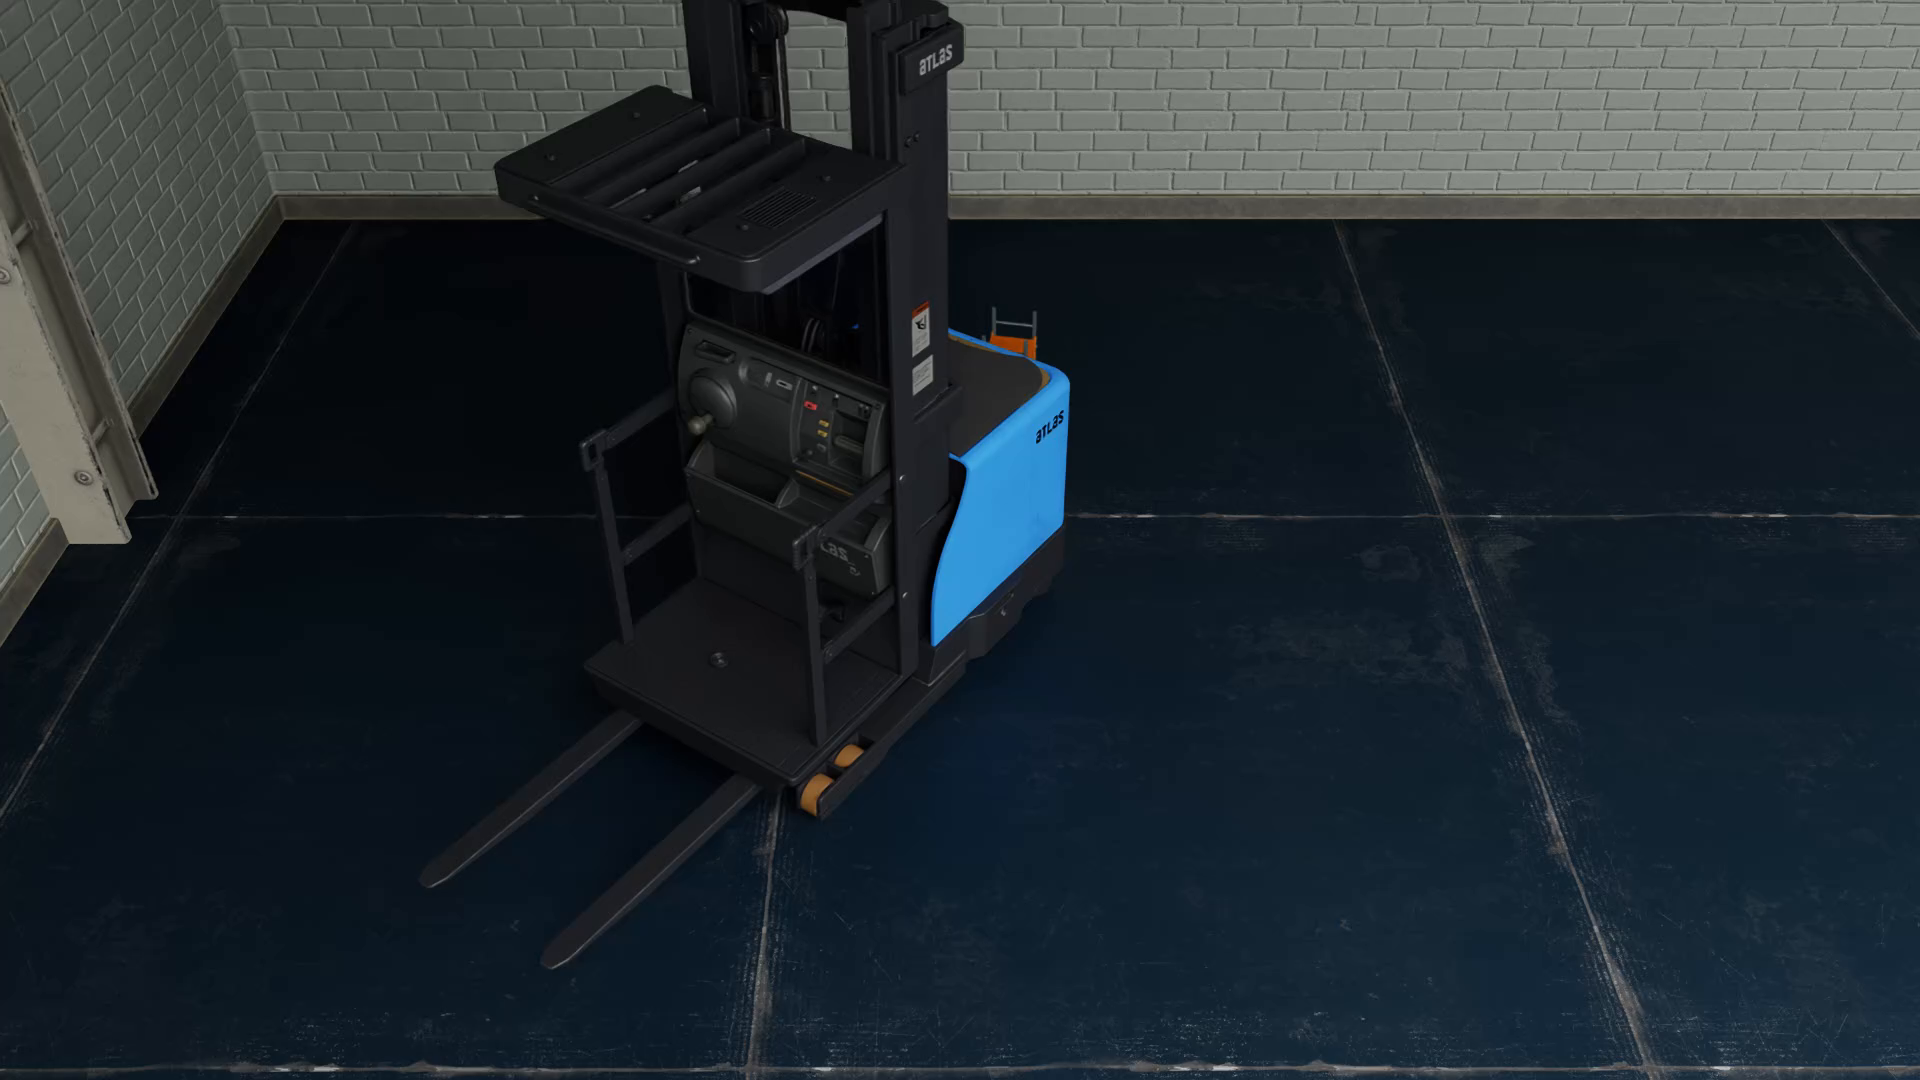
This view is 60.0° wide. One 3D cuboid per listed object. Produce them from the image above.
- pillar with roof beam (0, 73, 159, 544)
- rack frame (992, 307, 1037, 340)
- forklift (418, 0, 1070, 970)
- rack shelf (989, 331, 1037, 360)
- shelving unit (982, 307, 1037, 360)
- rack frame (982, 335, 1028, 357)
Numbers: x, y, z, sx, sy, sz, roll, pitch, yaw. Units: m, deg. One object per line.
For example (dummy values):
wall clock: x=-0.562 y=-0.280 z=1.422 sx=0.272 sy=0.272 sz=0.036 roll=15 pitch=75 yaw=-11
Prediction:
pillar with roof beam: x=0.281 y=-3.622 z=5.074 sx=9.100 sy=9.000 sz=0.400 roll=0 pitch=39 yaw=0
rack frame: x=0.240 y=-0.608 z=7.669 sx=0.200 sy=1.050 sz=0.008 roll=7 pitch=39 yaw=9
forklift: x=-0.782 y=-0.420 z=5.930 sx=1.130 sy=2.935 sz=3.031 roll=24 pitch=44 yaw=27
rack shelf: x=0.217 y=-0.747 z=7.405 sx=0.215 sy=0.259 sz=0.240 roll=7 pitch=39 yaw=9
shelving unit: x=0.217 y=-0.533 z=7.576 sx=0.215 sy=1.050 sz=0.252 roll=7 pitch=39 yaw=9
rack frame: x=0.193 y=-0.459 z=7.483 sx=0.200 sy=1.050 sz=0.008 roll=7 pitch=39 yaw=9
